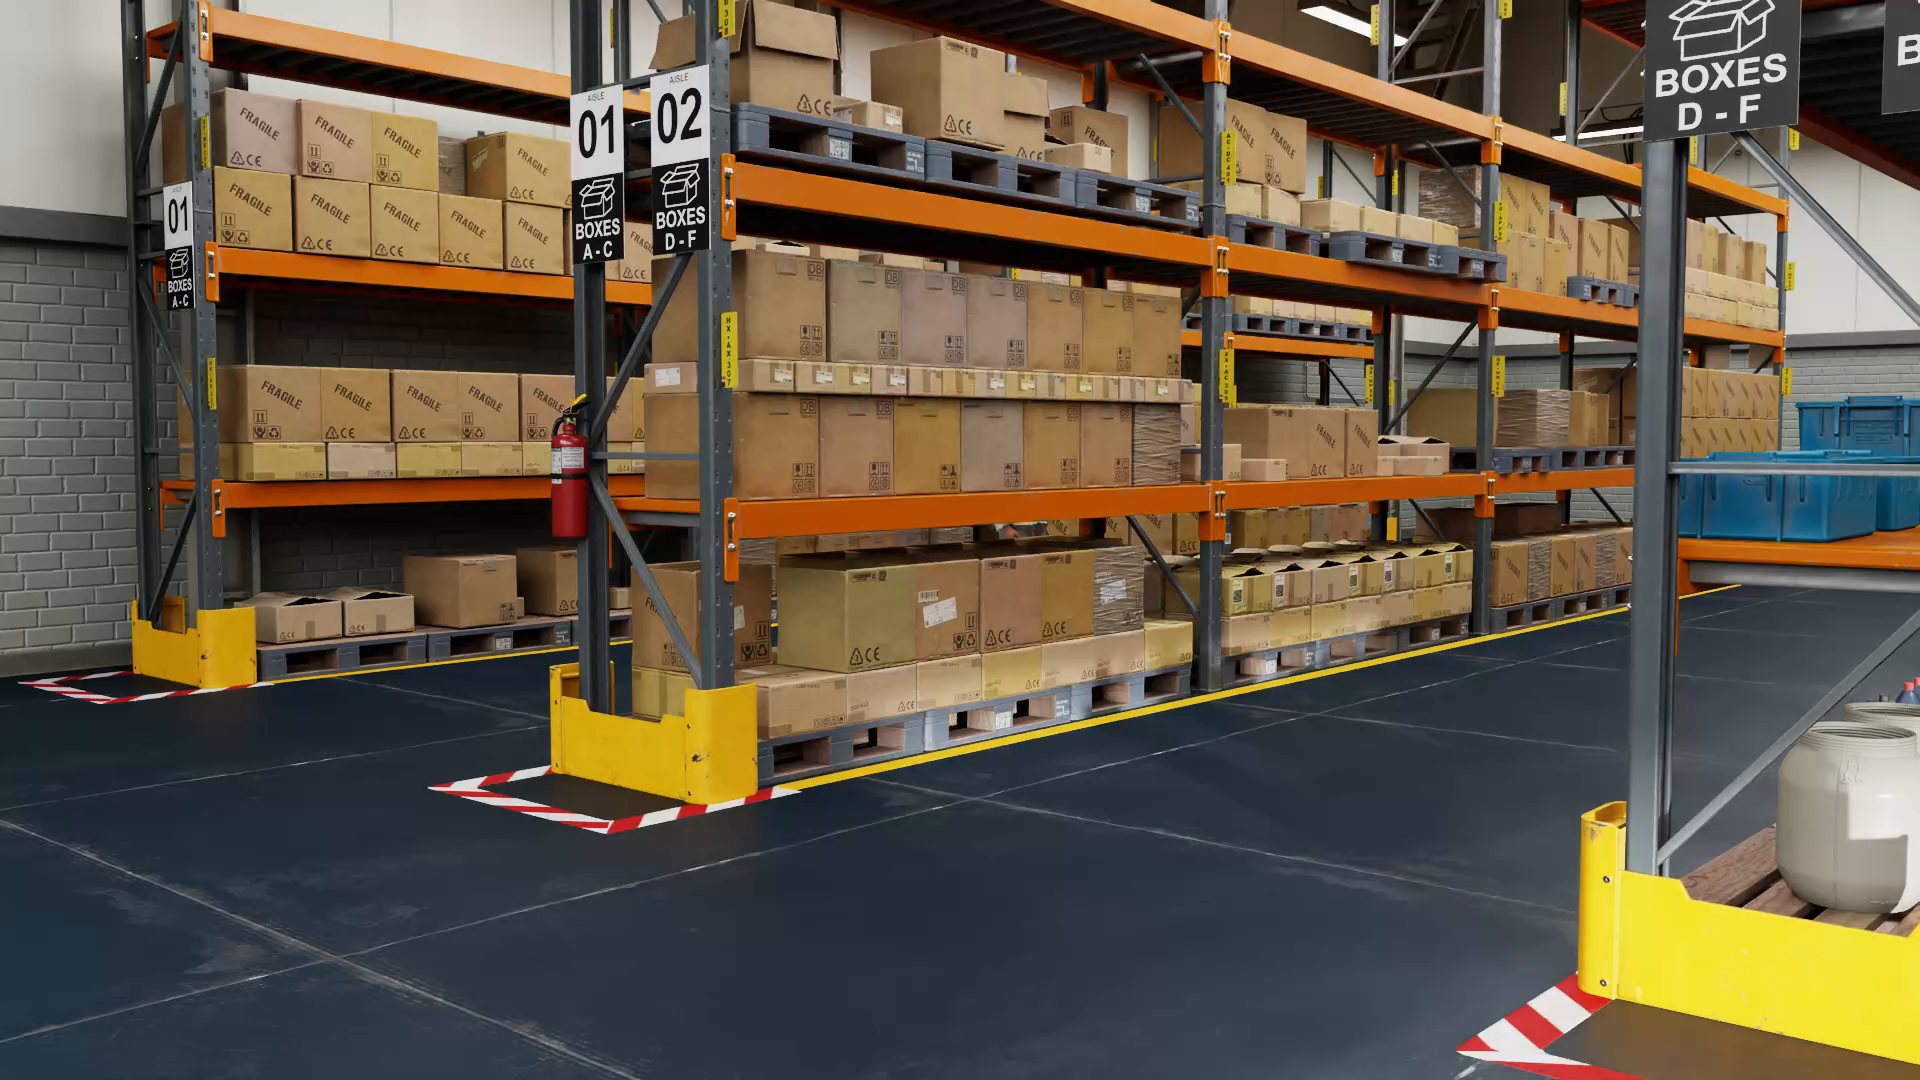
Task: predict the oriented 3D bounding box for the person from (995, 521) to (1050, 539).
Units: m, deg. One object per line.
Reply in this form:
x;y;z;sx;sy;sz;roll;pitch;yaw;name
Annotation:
0.520;-0.088;12.959;0.476;1.769;0.580;3;4;38;person
